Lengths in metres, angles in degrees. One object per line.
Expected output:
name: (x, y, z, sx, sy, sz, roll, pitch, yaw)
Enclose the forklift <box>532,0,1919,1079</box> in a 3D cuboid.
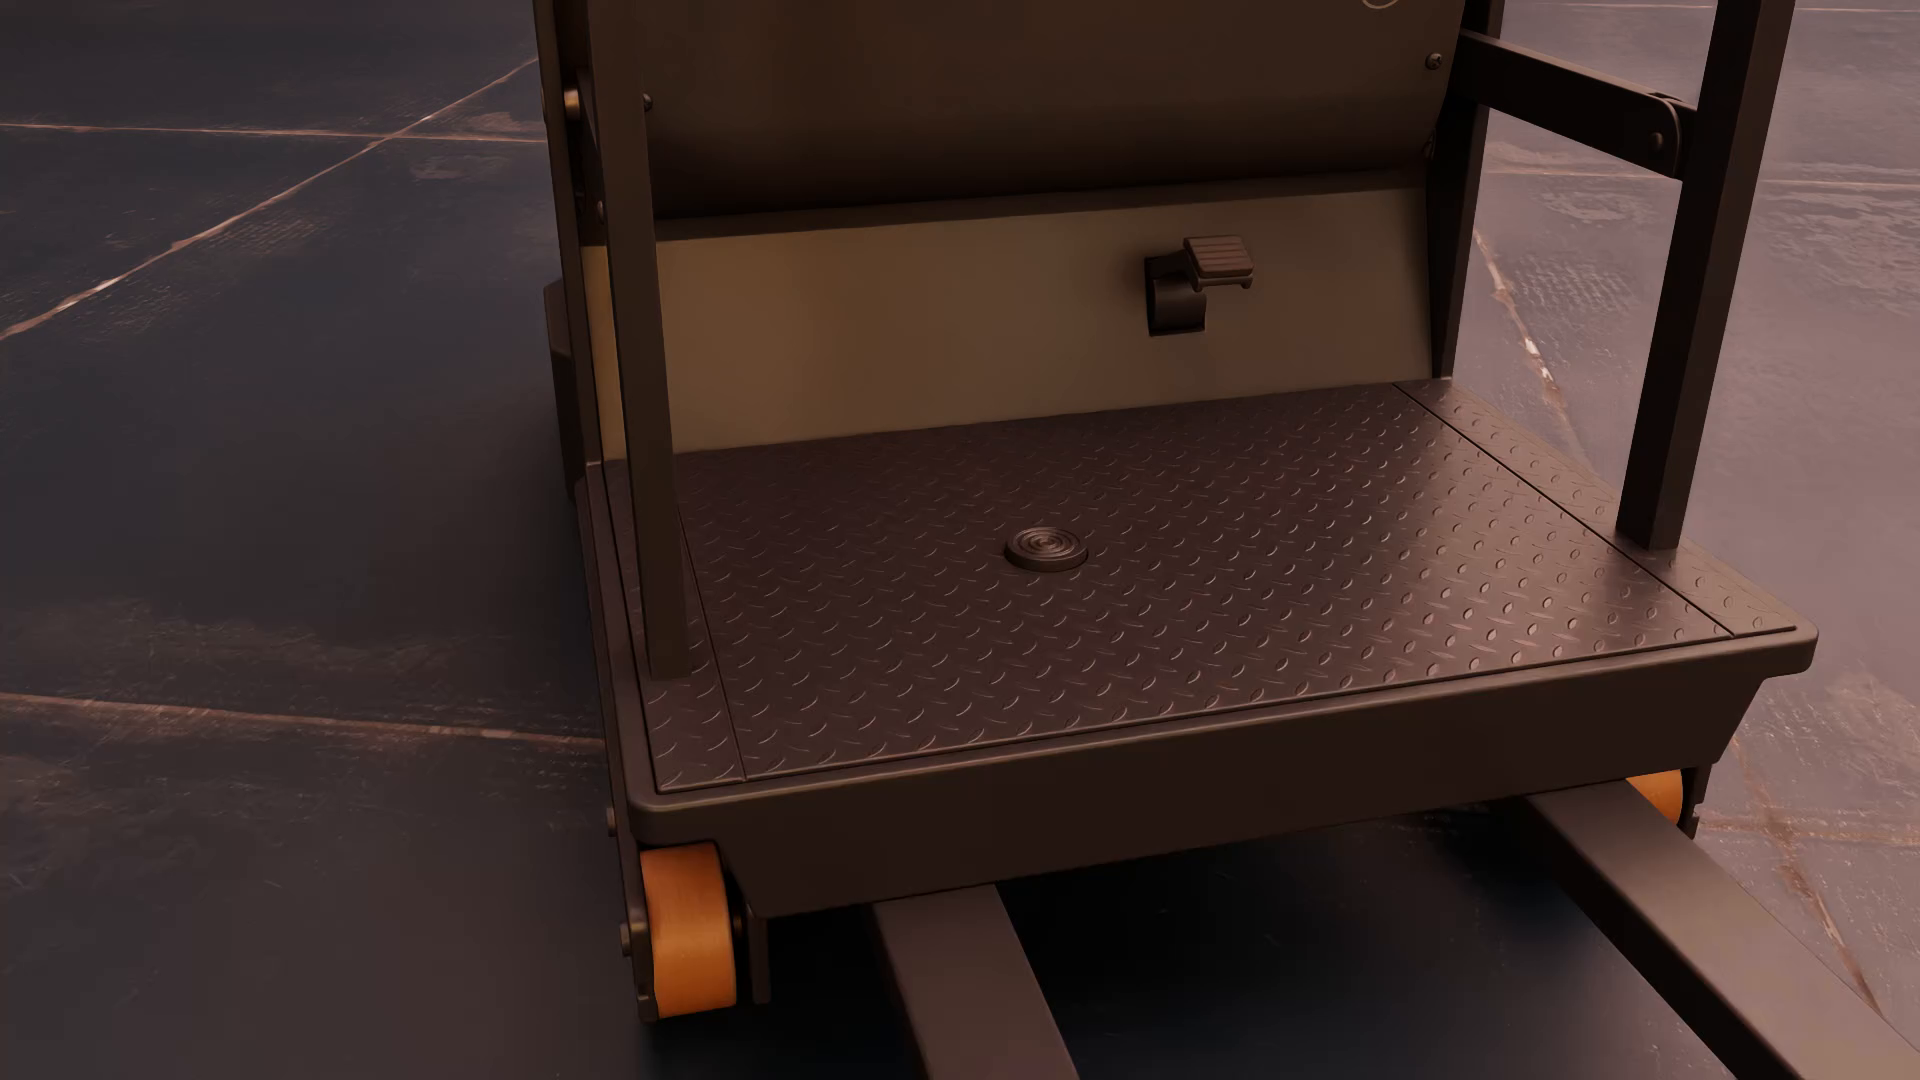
forklift: (0.153, -1.049, 1.319, 1.130, 2.935, 3.031, -7, 27, -13)
